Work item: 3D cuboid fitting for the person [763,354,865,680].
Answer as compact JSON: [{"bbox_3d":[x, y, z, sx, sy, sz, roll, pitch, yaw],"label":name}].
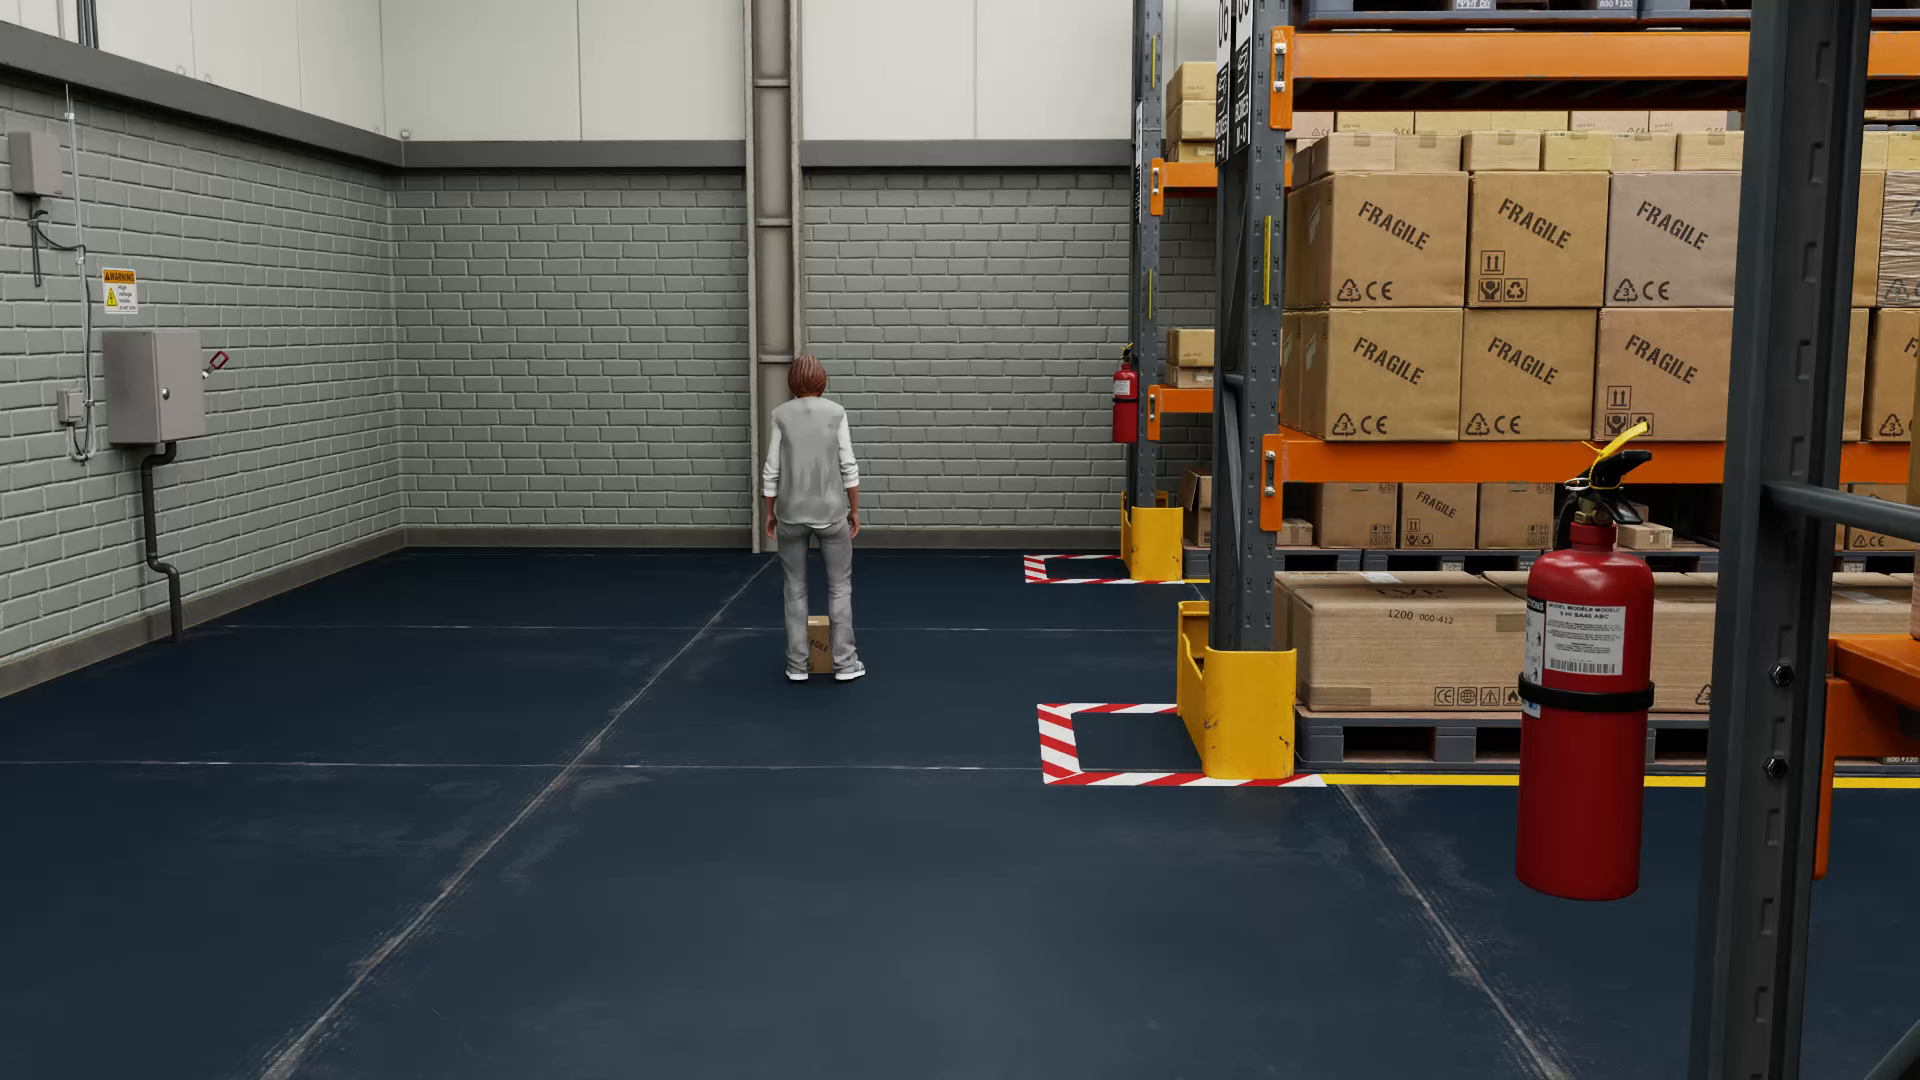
[{"bbox_3d":[-0.715,-0.104,8.117,0.485,1.594,0.341,0,7,-2],"label":"person"}]
